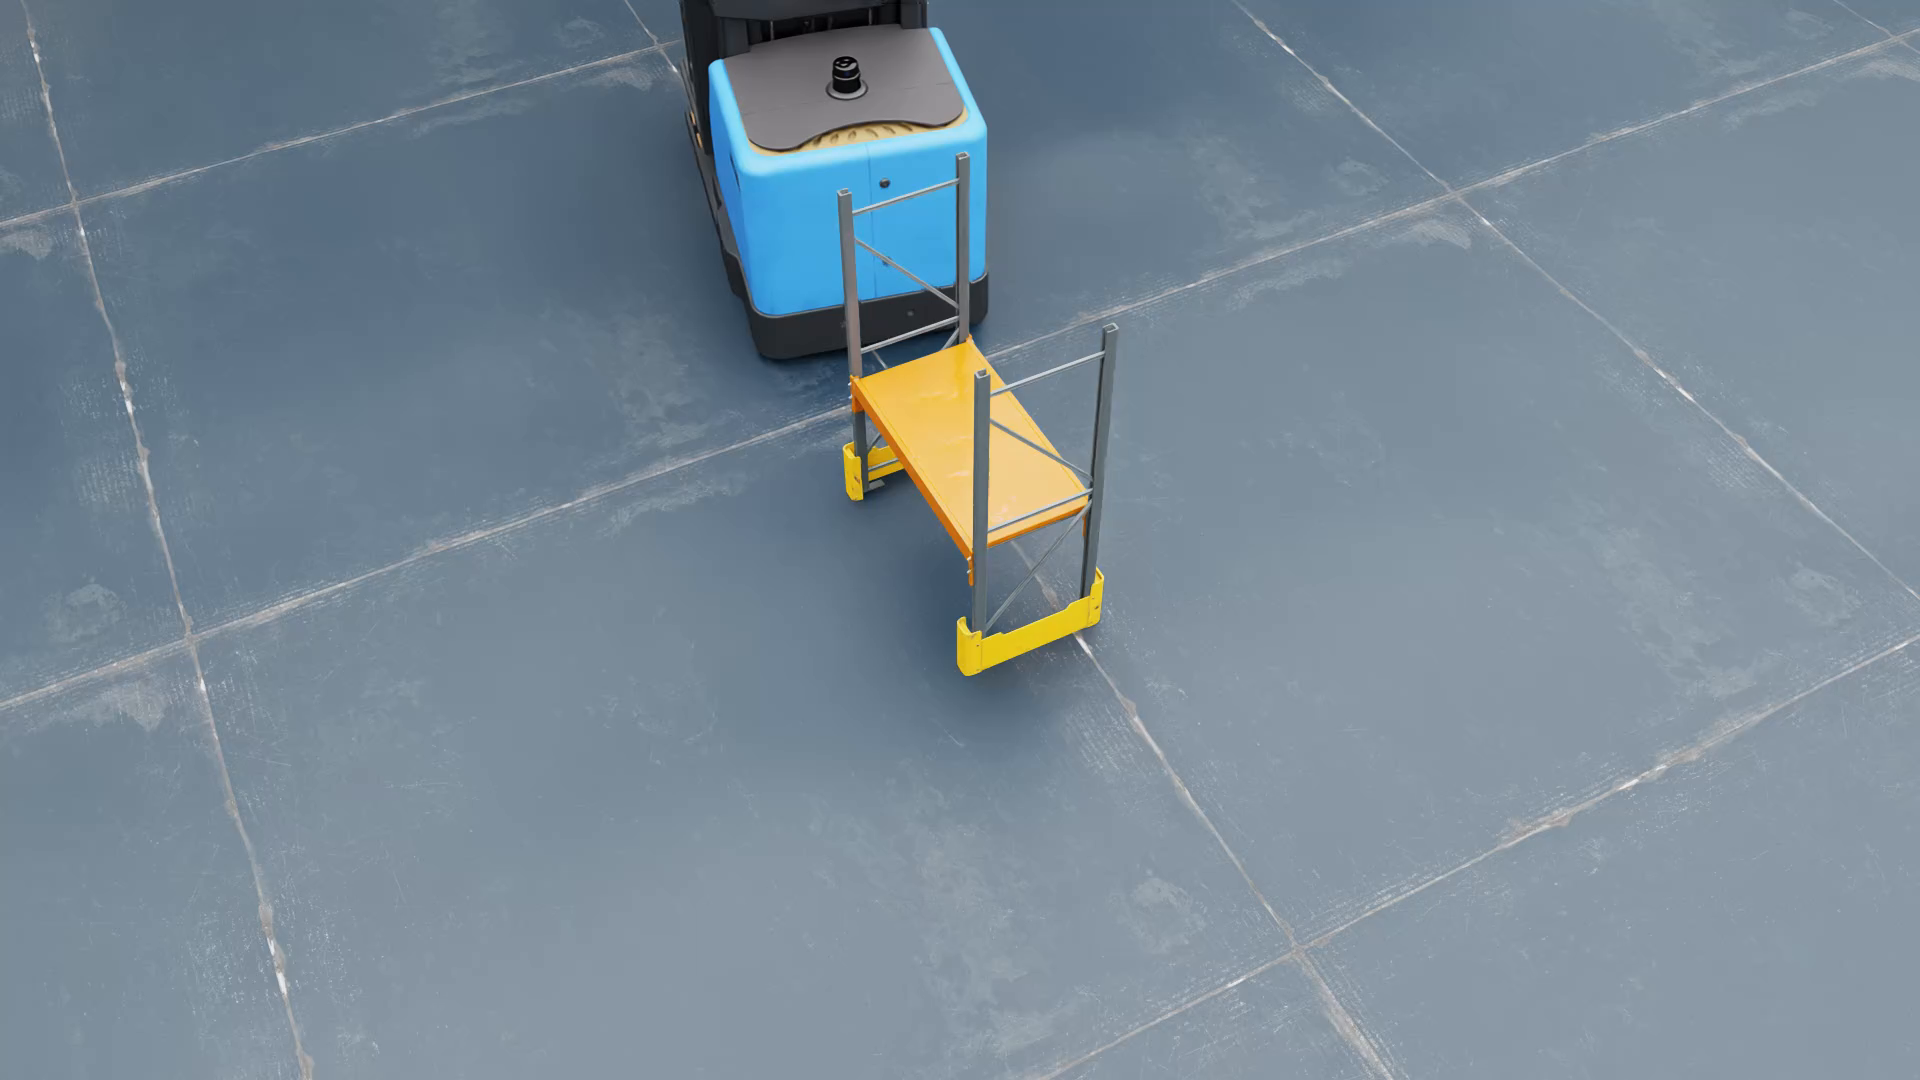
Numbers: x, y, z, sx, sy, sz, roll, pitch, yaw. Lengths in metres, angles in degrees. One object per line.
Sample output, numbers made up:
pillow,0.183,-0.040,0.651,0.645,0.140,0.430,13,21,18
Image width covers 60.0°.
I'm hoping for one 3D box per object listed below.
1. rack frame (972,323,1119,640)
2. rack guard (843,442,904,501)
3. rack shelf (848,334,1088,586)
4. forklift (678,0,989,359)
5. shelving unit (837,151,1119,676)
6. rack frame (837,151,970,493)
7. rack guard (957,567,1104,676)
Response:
rack frame,0.272,-0.096,5.731,0.500,1.500,0.032,-21,52,-18
rack guard,-0.193,-0.365,6.795,0.587,0.250,0.087,-21,52,-18
rack shelf,0.039,-0.318,6.164,0.538,0.185,1.000,-21,52,-18
forklift,-0.753,-2.888,7.222,1.130,2.935,3.031,-12,50,-10
shelving unit,0.035,-0.443,6.033,0.587,1.500,1.083,-21,52,-18
rack frame,-0.194,-0.777,6.326,0.500,1.500,0.032,-21,52,-18
rack guard,0.263,0.302,6.212,0.587,0.250,0.087,-21,52,-18
